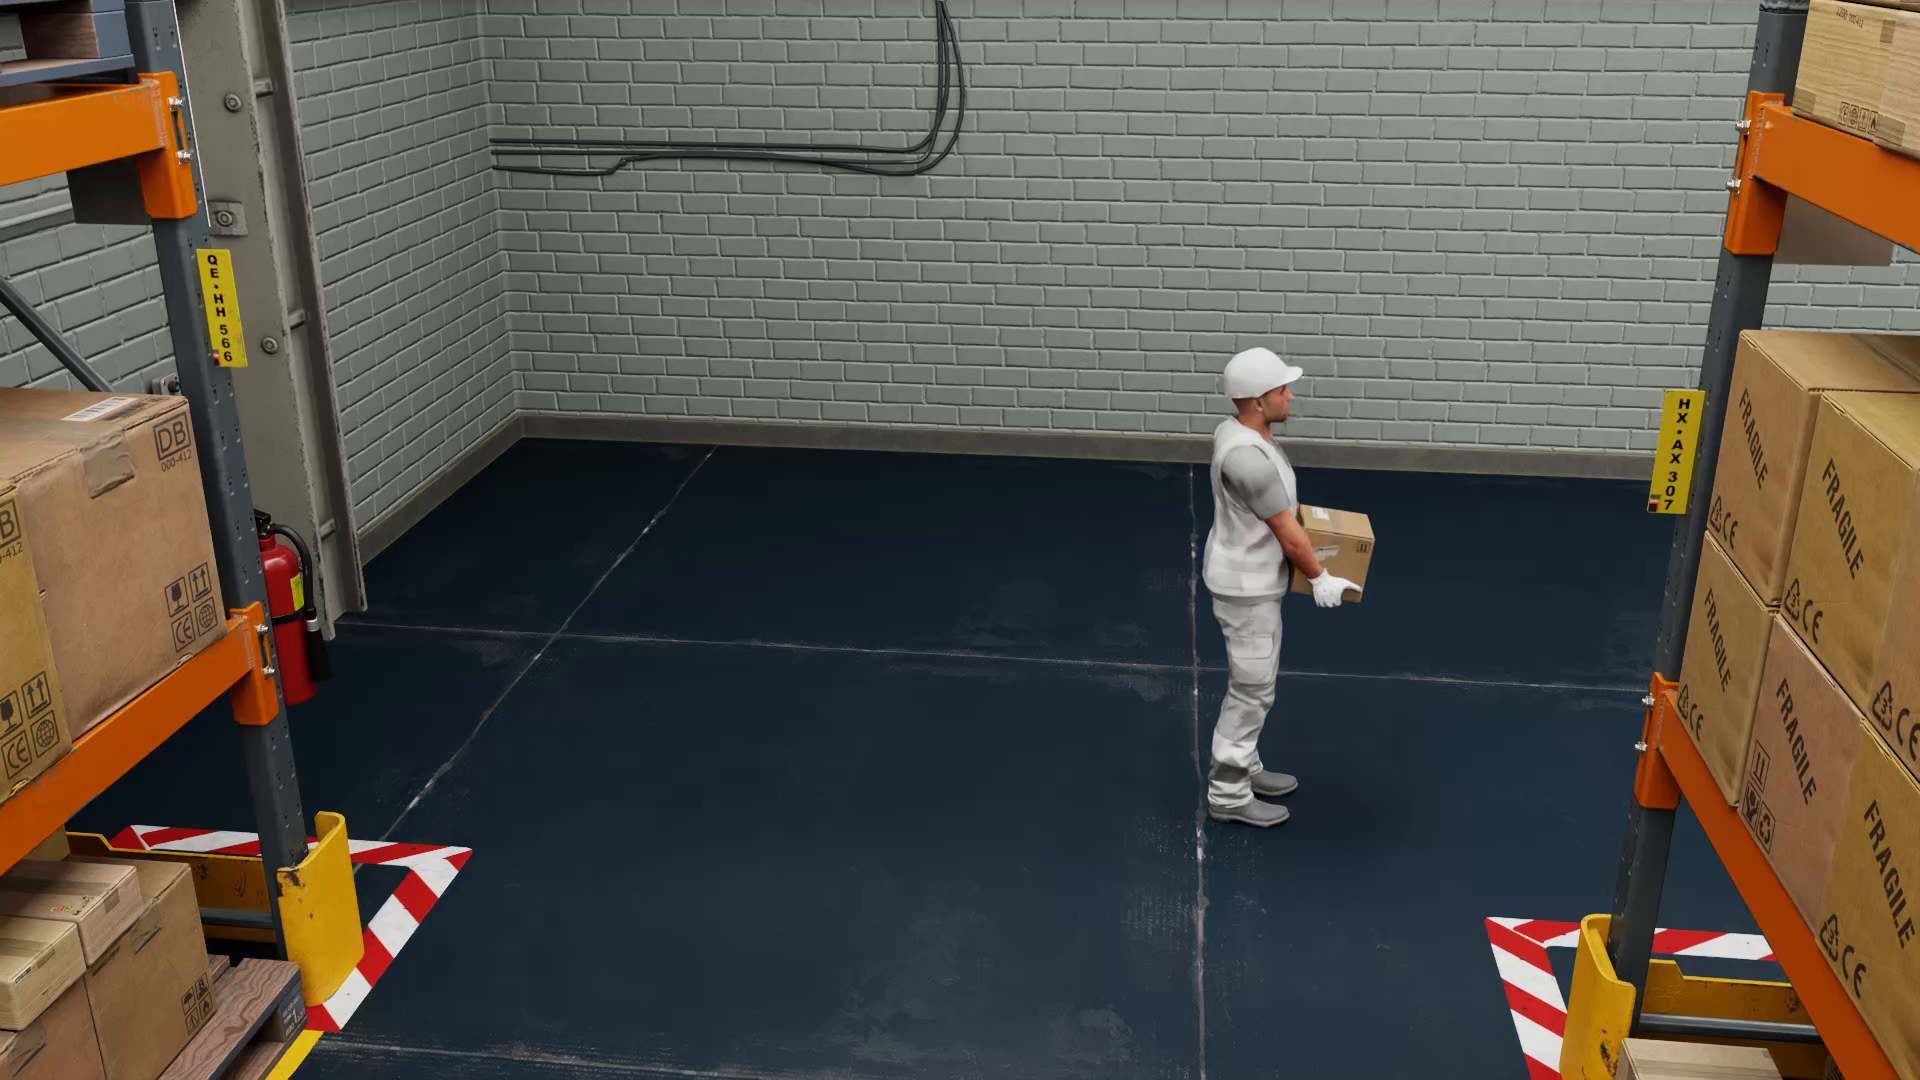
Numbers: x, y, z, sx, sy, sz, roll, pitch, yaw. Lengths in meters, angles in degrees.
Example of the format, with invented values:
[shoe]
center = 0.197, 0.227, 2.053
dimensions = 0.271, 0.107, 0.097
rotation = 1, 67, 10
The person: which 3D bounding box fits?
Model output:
[person]
center = 1.169, 0.174, 6.095
dimensions = 0.559, 1.786, 0.495
rotation = 2, 21, 6
